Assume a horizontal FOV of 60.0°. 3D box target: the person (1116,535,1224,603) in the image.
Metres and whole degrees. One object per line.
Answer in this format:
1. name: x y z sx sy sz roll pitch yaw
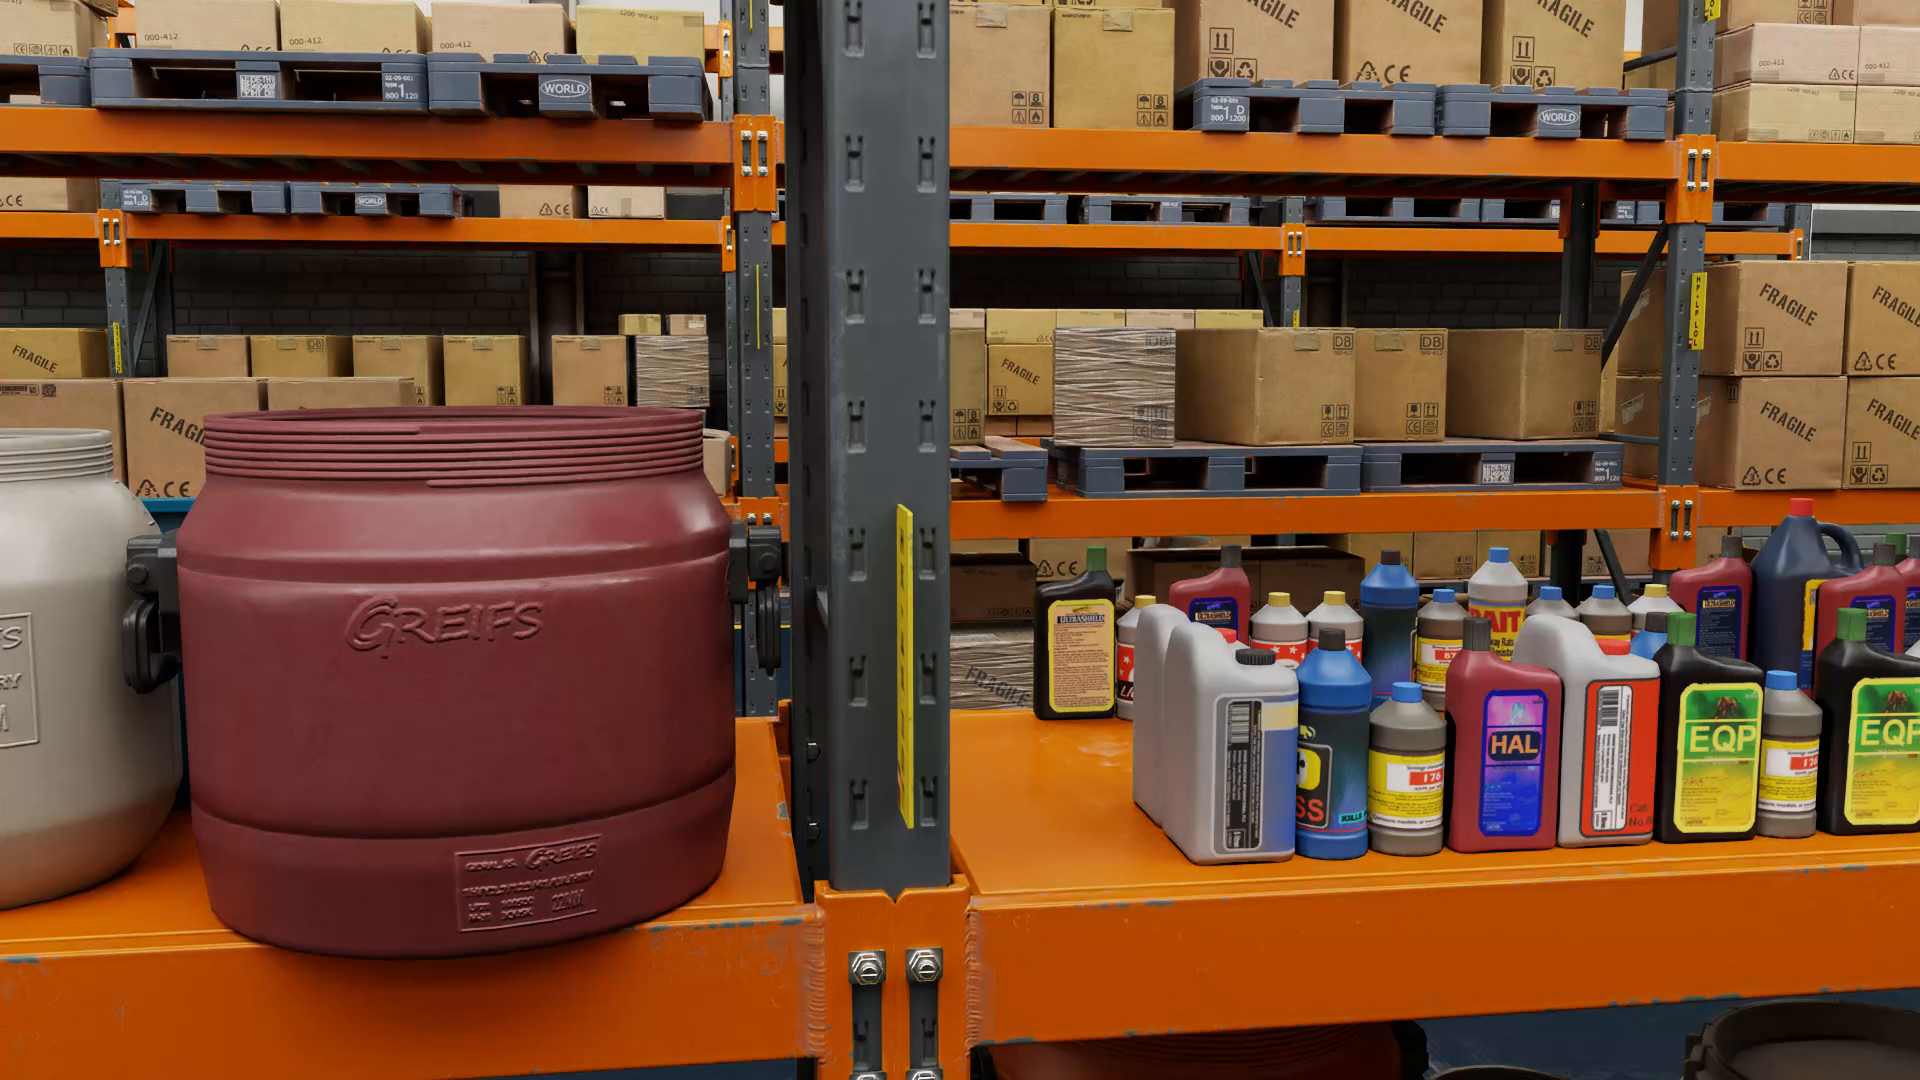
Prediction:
1. person: 1.416 -0.121 10.486 1.044 1.669 0.540 0 6 -2
